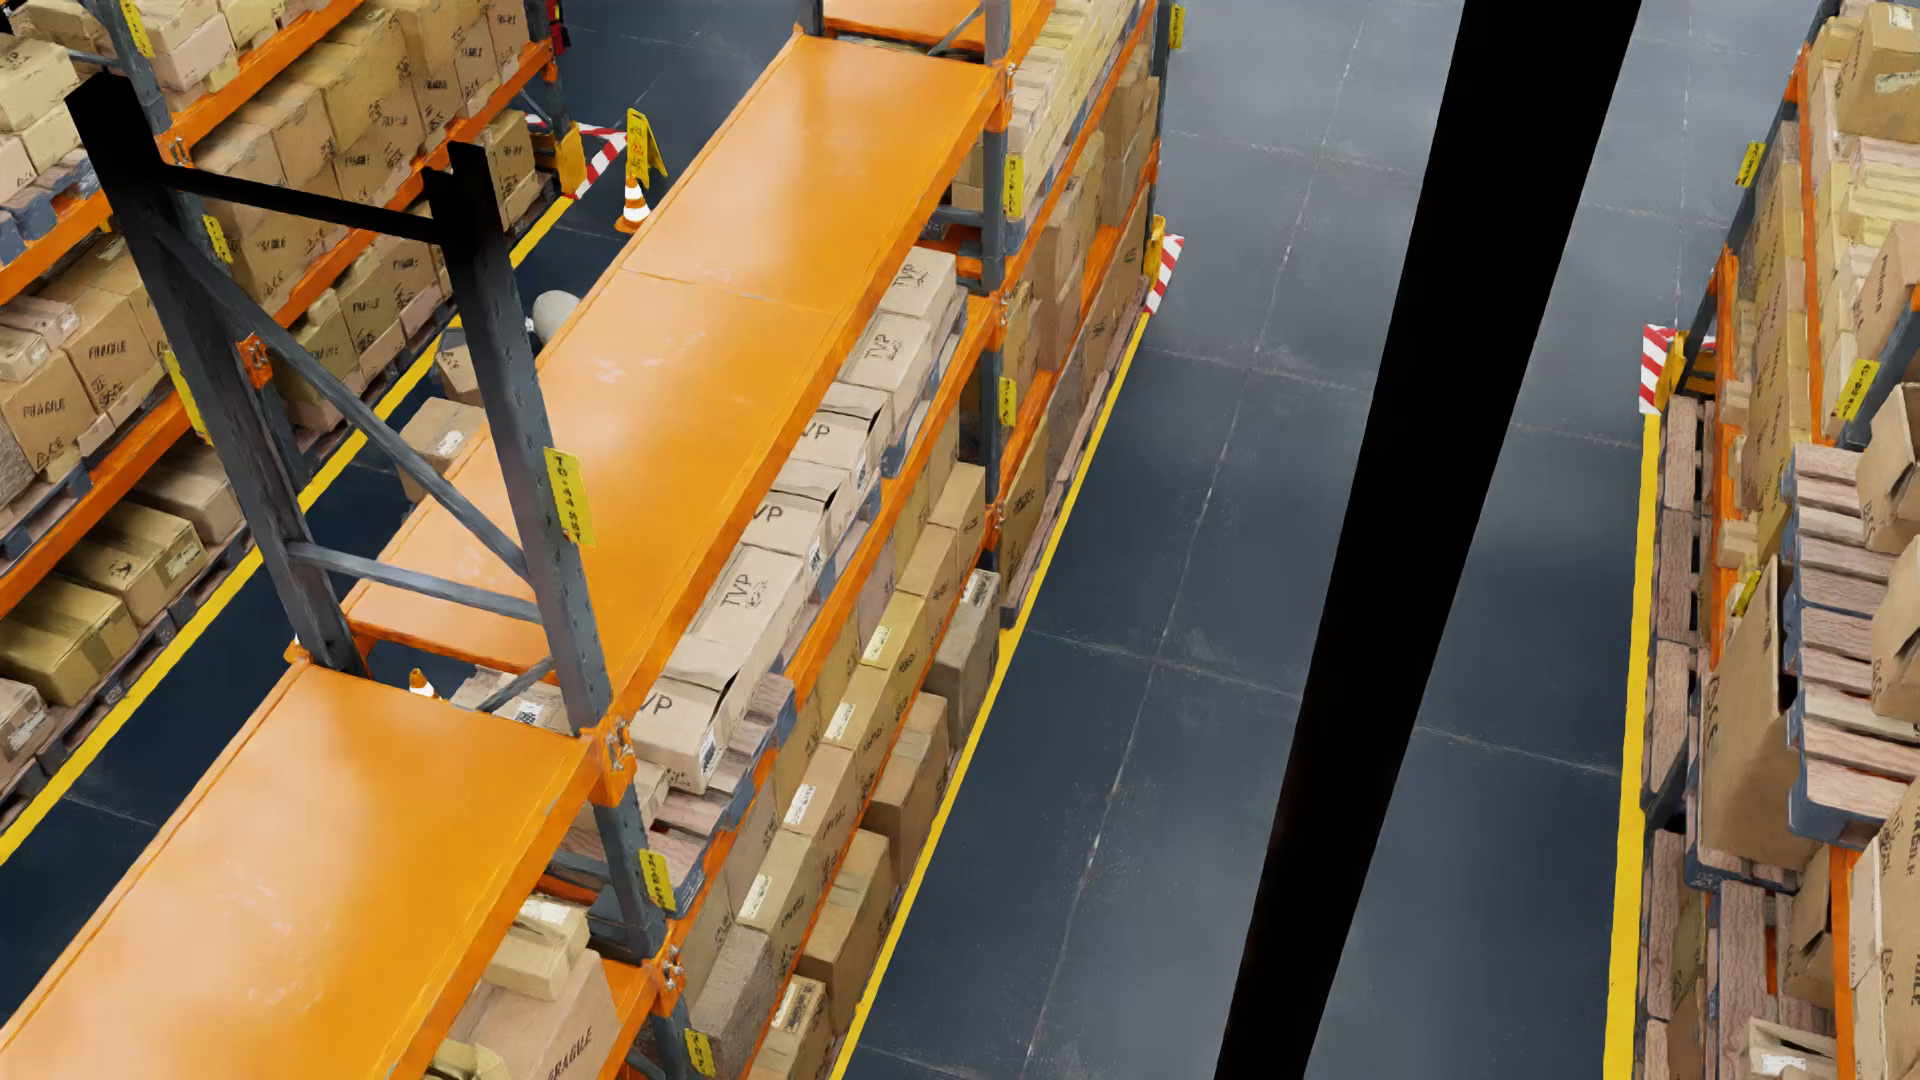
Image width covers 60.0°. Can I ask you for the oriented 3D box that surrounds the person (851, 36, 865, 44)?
[{"bbox_3d":[-0.676,-5.126,14.926,0.534,1.705,1.041,21,49,19],"label":"person"}]
